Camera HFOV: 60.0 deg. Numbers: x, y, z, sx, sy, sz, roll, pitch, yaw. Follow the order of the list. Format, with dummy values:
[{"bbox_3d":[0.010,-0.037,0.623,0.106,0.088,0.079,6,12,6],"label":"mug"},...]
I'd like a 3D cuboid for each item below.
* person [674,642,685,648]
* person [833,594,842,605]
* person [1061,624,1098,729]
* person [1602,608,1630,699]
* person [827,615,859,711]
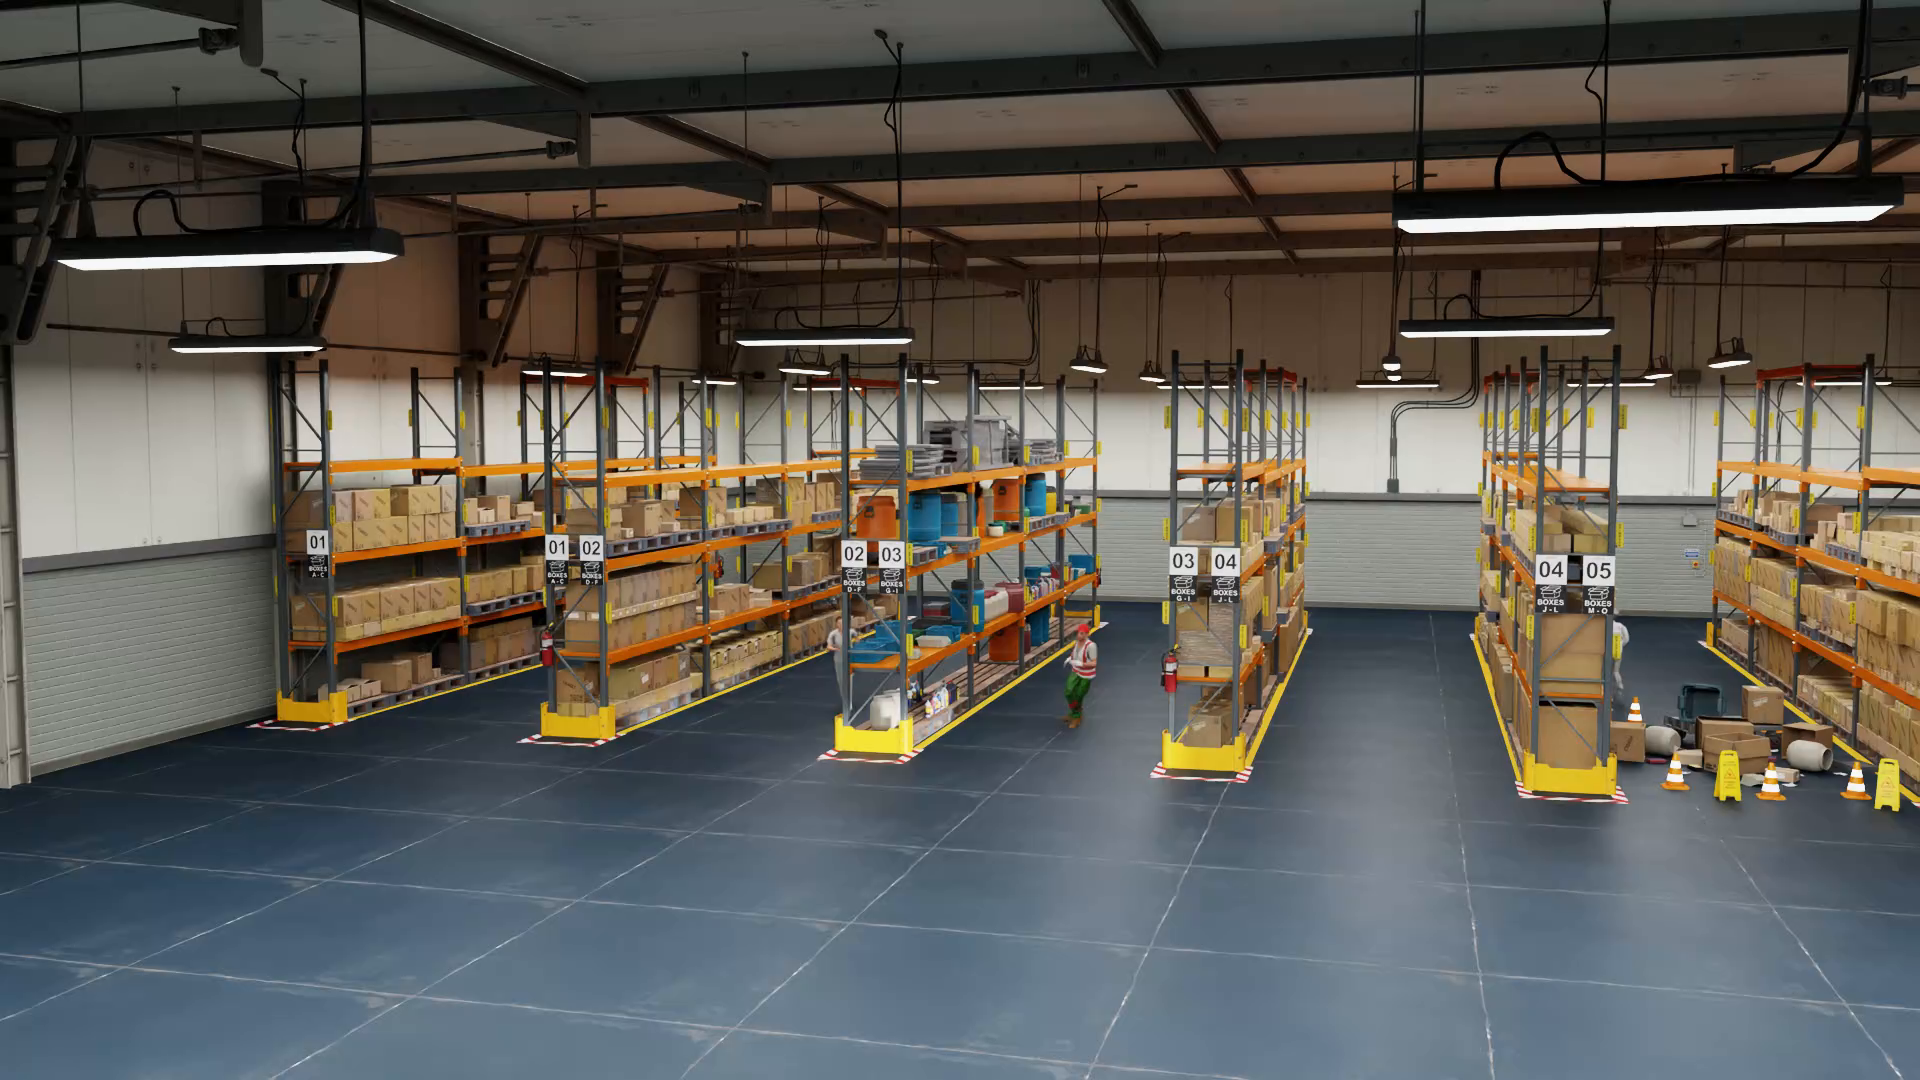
[{"bbox_3d":[-6.216,1.586,36.073,0.724,1.652,0.826,0,4,-1],"label":"person"},{"bbox_3d":[-3.041,1.095,43.470,0.673,1.562,0.530,2,5,24],"label":"person"},{"bbox_3d":[1.939,2.194,27.061,0.811,1.710,0.713,3,5,33],"label":"person"},{"bbox_3d":[11.709,2.047,29.801,0.611,1.647,0.751,1,4,7],"label":"person"},{"bbox_3d":[-2.014,2.108,28.951,0.566,1.640,0.952,0,4,2],"label":"person"}]
